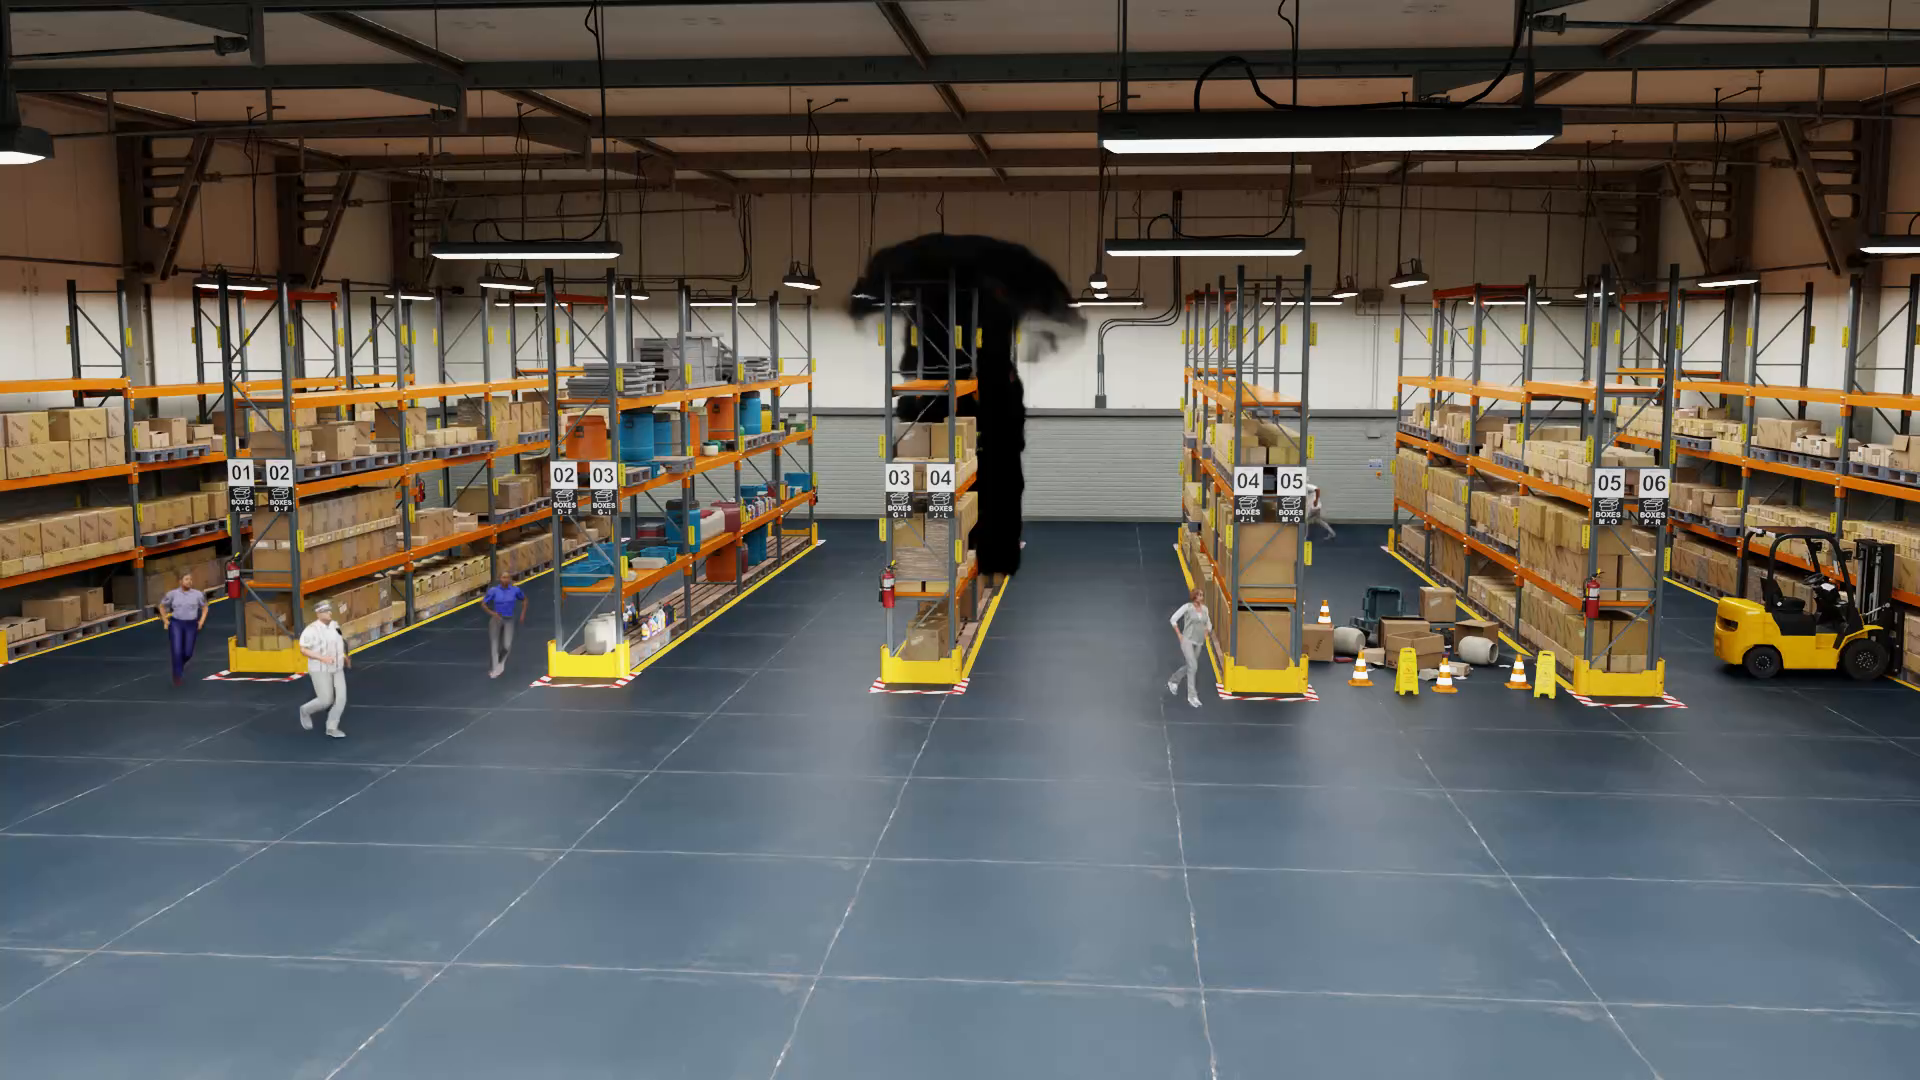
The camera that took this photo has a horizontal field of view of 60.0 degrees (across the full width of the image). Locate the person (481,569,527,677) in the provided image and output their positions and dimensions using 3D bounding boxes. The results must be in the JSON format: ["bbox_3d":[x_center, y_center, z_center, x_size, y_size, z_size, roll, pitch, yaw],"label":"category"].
[{"bbox_3d":[-6.723,1.231,24.560,0.672,1.595,0.568,-2,7,-17],"label":"person"}]

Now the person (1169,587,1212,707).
[{"bbox_3d":[3.203,1.447,22.956,0.540,1.599,0.775,-4,8,-30],"label":"person"}]

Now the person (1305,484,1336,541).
[{"bbox_3d":[8.649,-0.721,40.493,1.045,1.718,0.745,0,7,1],"label":"person"}]

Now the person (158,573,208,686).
[{"bbox_3d":[-11.319,1.280,24.279,0.657,1.612,0.564,-4,8,-32],"label":"person"}]

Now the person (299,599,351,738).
[{"bbox_3d":[-7.999,1.602,20.923,0.678,1.742,0.664,3,8,26],"label":"person"}]
